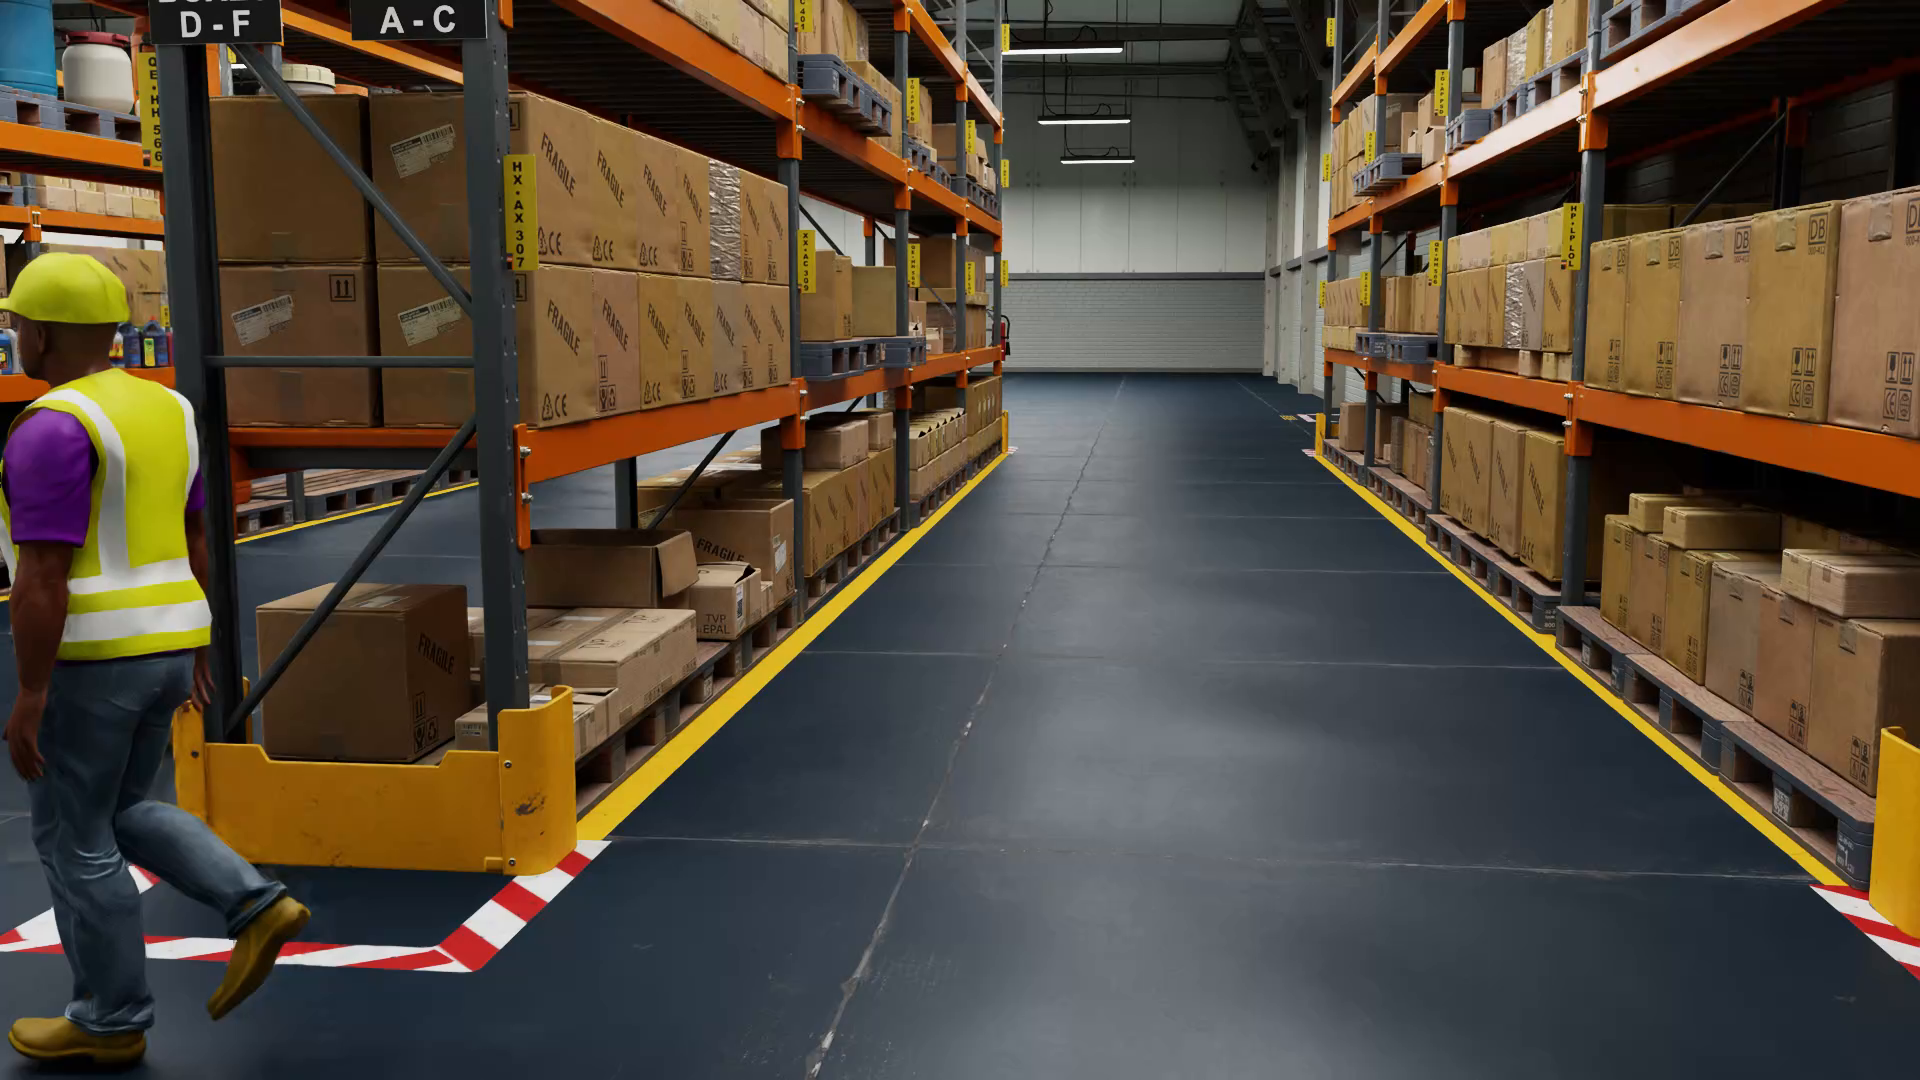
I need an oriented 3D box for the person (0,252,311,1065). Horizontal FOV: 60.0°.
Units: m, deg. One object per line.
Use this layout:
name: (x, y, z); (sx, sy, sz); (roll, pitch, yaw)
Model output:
person: (-1.793, 0.257, 3.641); (0.618, 1.752, 0.634); (1, 8, 5)
